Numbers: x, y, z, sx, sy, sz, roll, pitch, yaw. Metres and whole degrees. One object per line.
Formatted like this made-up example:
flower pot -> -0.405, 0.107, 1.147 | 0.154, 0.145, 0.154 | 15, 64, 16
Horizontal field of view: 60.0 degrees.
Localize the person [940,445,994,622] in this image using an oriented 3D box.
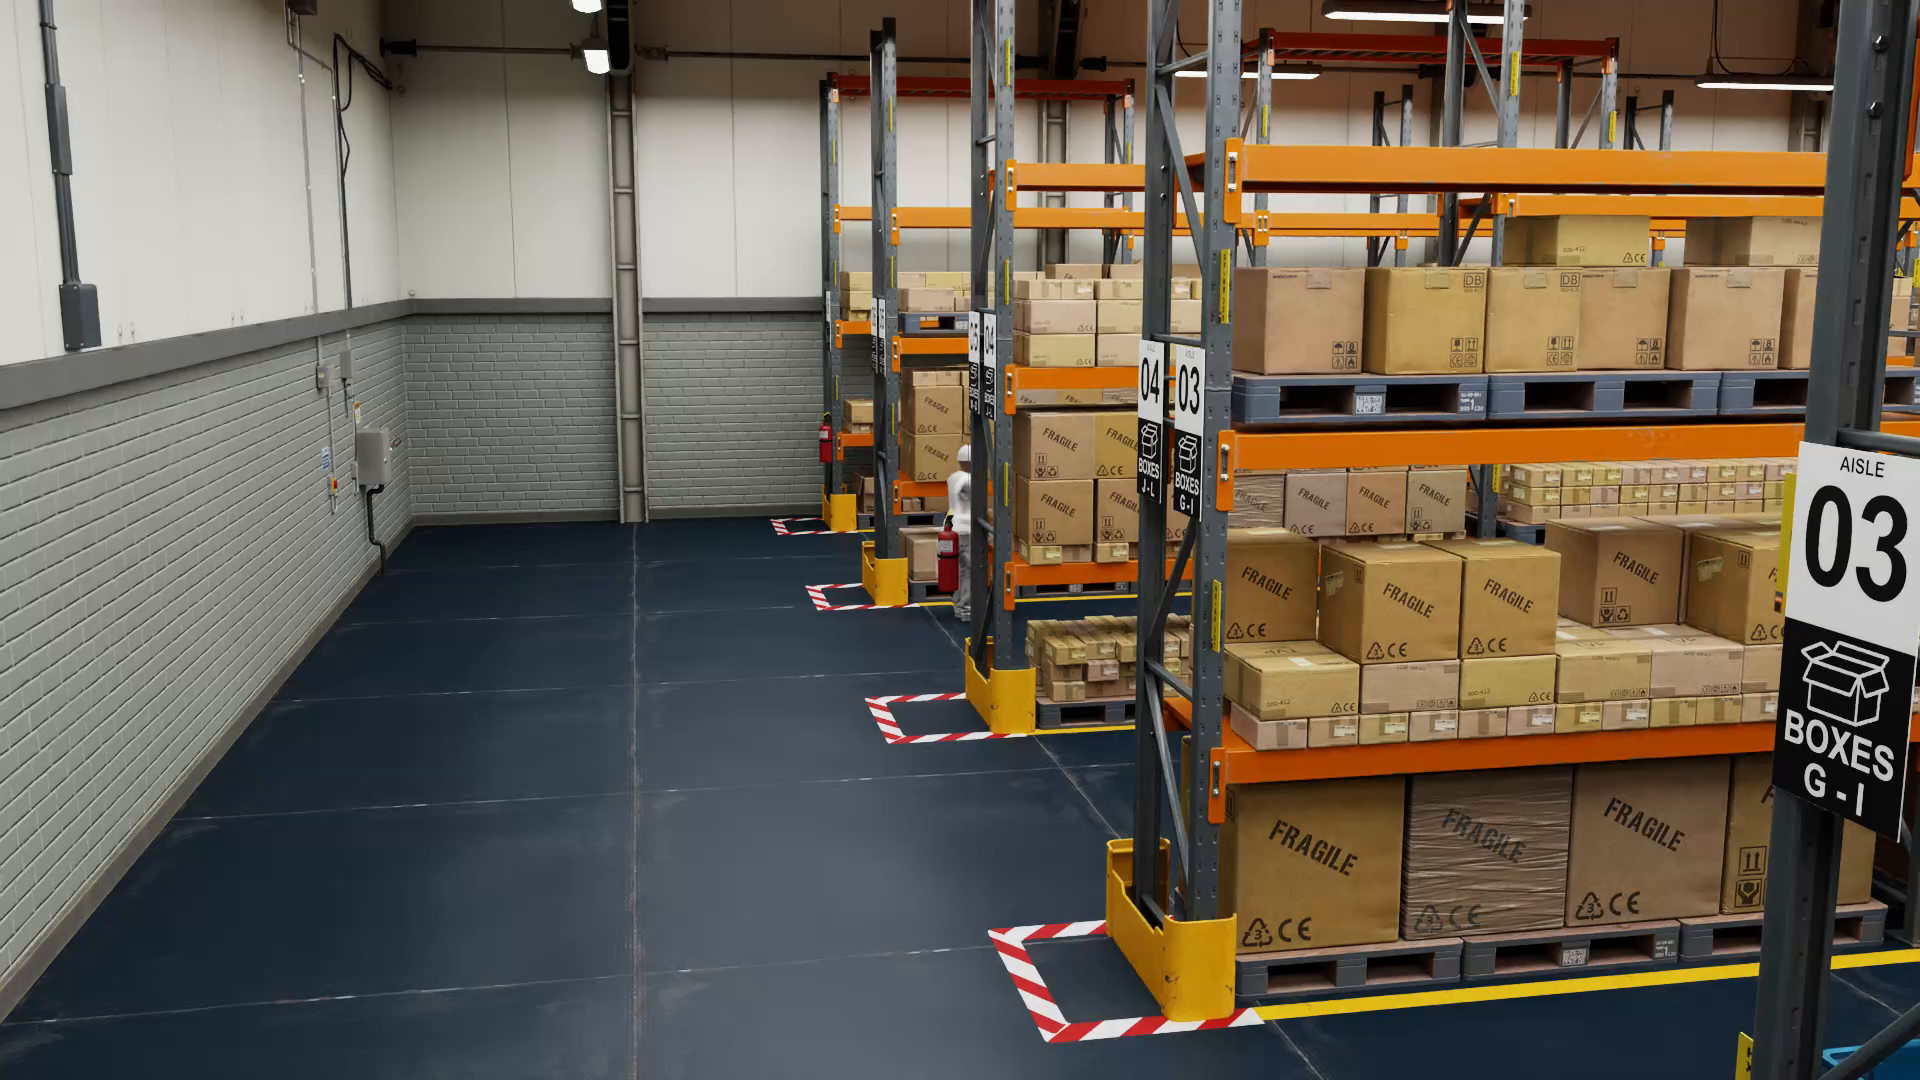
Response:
person -> 0.126, -0.077, 16.800 | 0.584, 1.778, 0.487 | -3, 10, -17
